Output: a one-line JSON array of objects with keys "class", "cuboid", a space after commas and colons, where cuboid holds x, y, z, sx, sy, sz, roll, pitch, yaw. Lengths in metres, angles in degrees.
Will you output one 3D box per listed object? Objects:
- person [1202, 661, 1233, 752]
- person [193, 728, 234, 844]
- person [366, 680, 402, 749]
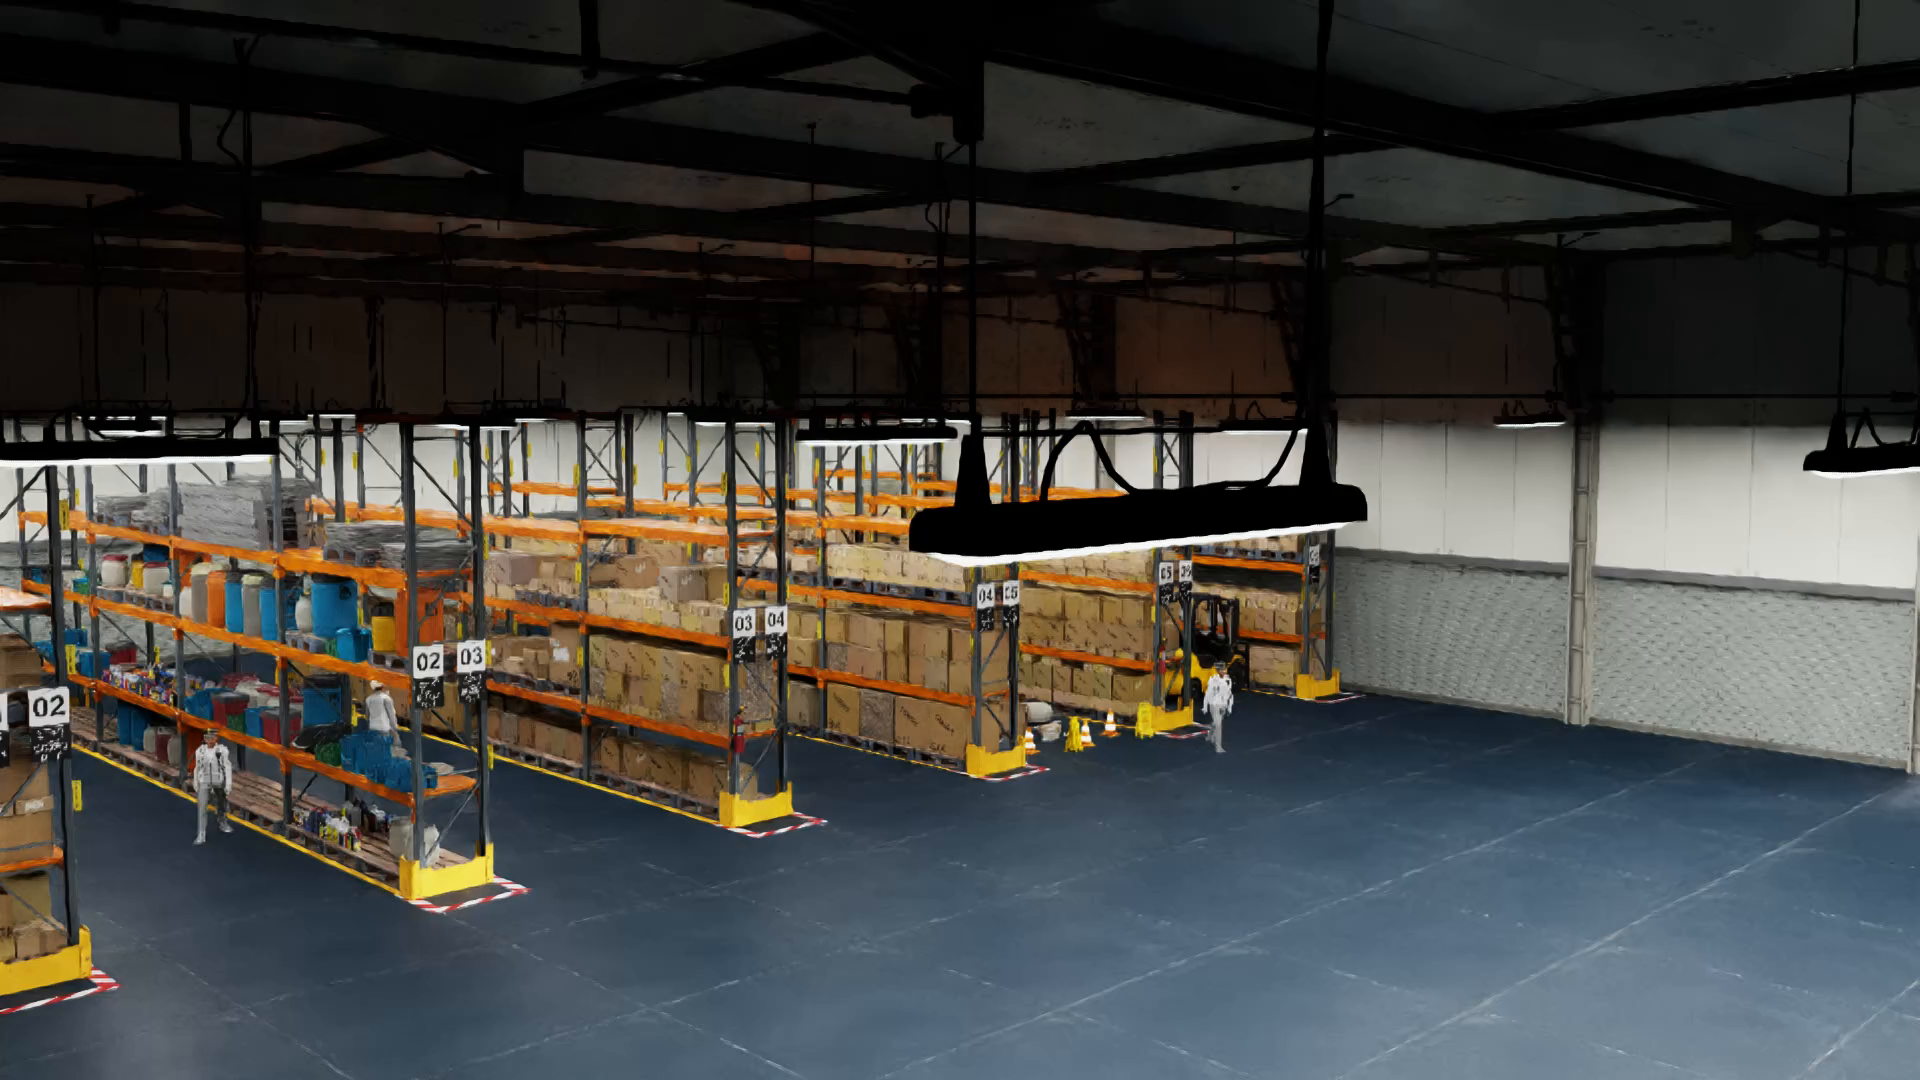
[{"class": "person", "cuboid": [4.617, 2.937, 29.779, 0.521, 1.611, 0.934, -2, 5, -23]}, {"class": "person", "cuboid": [-10.651, 3.458, 23.702, 0.526, 1.620, 0.921, -2, 5, -19]}, {"class": "person", "cuboid": [-9.428, 3.092, 27.124, 0.569, 1.770, 0.446, 2, 5, 18]}]
